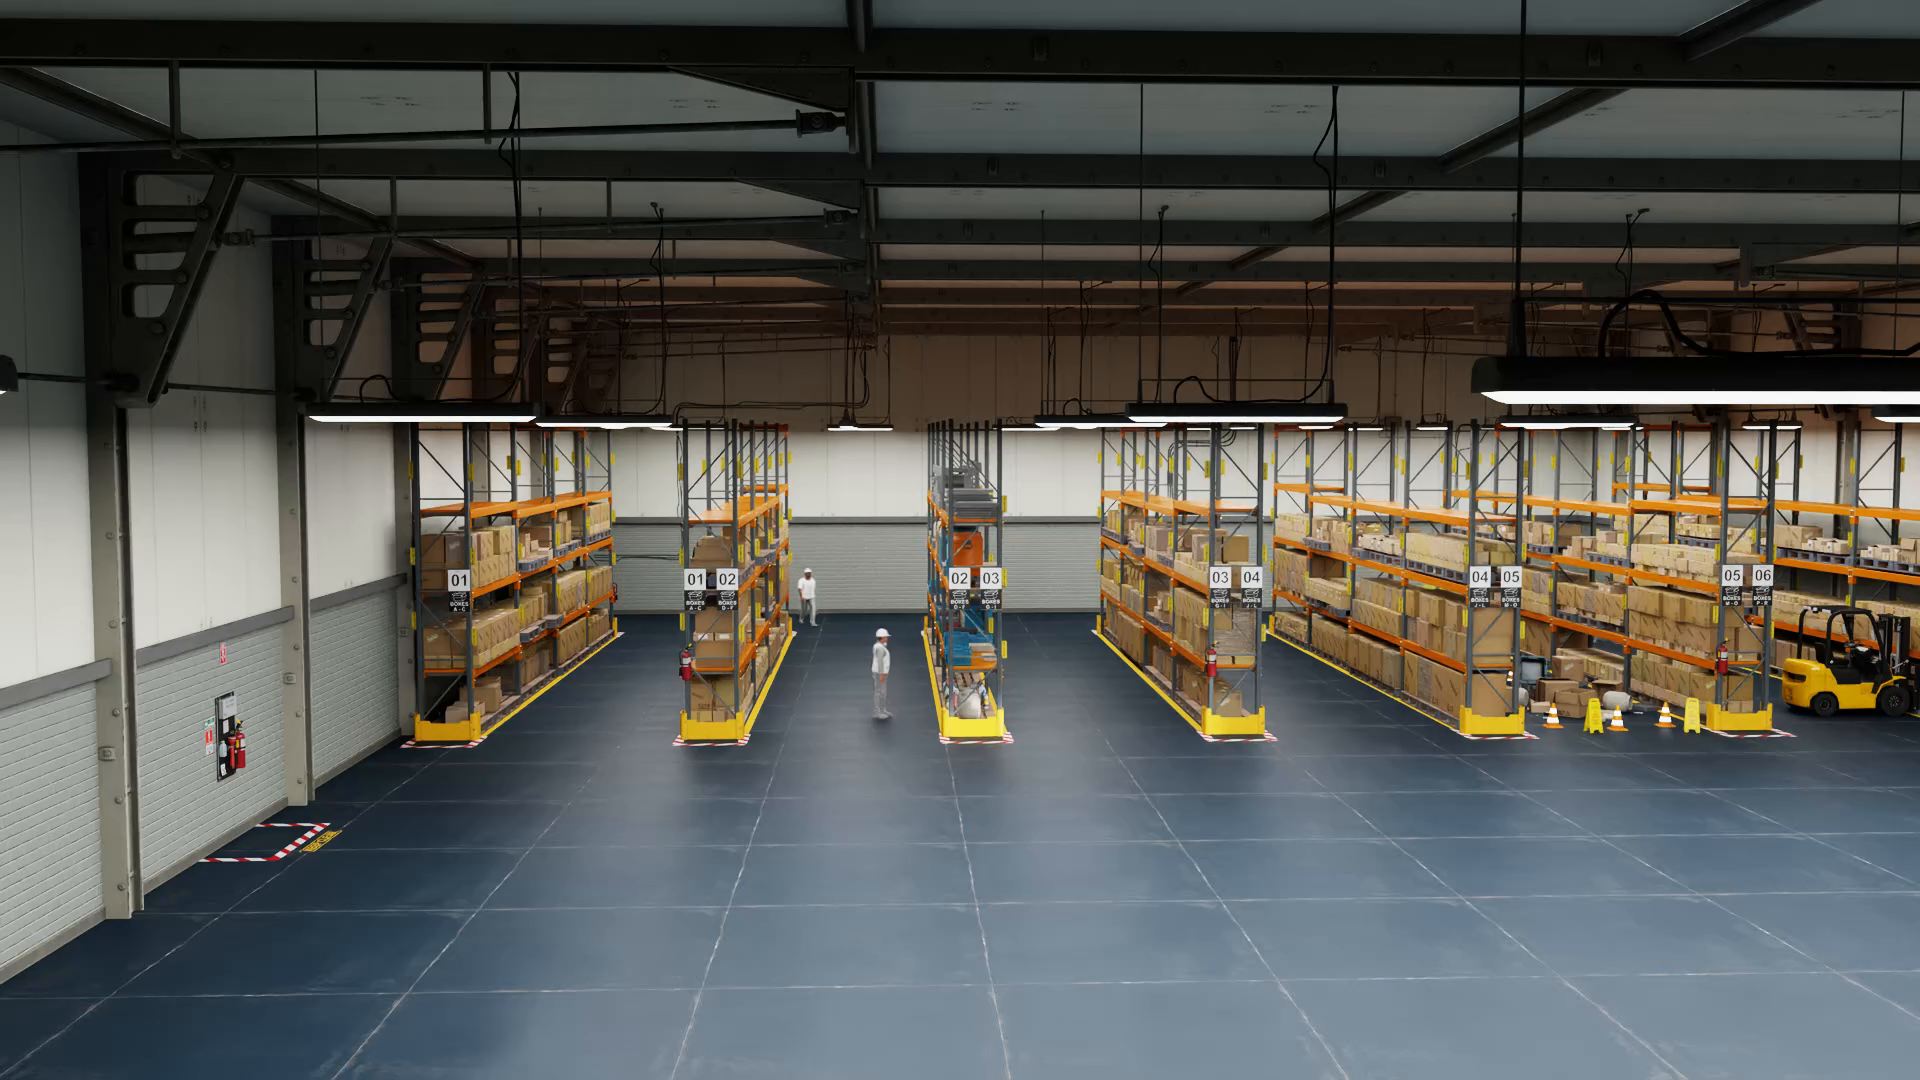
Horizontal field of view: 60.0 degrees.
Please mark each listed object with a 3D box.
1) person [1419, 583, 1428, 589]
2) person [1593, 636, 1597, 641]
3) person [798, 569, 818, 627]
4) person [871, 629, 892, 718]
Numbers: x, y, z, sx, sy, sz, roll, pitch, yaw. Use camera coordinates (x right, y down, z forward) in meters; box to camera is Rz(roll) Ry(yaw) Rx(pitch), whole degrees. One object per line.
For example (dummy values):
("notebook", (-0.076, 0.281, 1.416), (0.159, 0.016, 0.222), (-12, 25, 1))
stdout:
("person", (12.239, 2.025, 44.022), (0.647, 1.804, 0.609), (-1, 4, -20))
("person", (17.169, 1.996, 45.698), (0.544, 1.561, 0.876), (-2, 4, -24))
("person", (-4.505, 1.712, 49.335), (0.610, 1.735, 0.975), (-2, 4, -22))
("person", (-1.583, 2.681, 33.549), (0.409, 1.790, 0.557), (0, 4, -3))
